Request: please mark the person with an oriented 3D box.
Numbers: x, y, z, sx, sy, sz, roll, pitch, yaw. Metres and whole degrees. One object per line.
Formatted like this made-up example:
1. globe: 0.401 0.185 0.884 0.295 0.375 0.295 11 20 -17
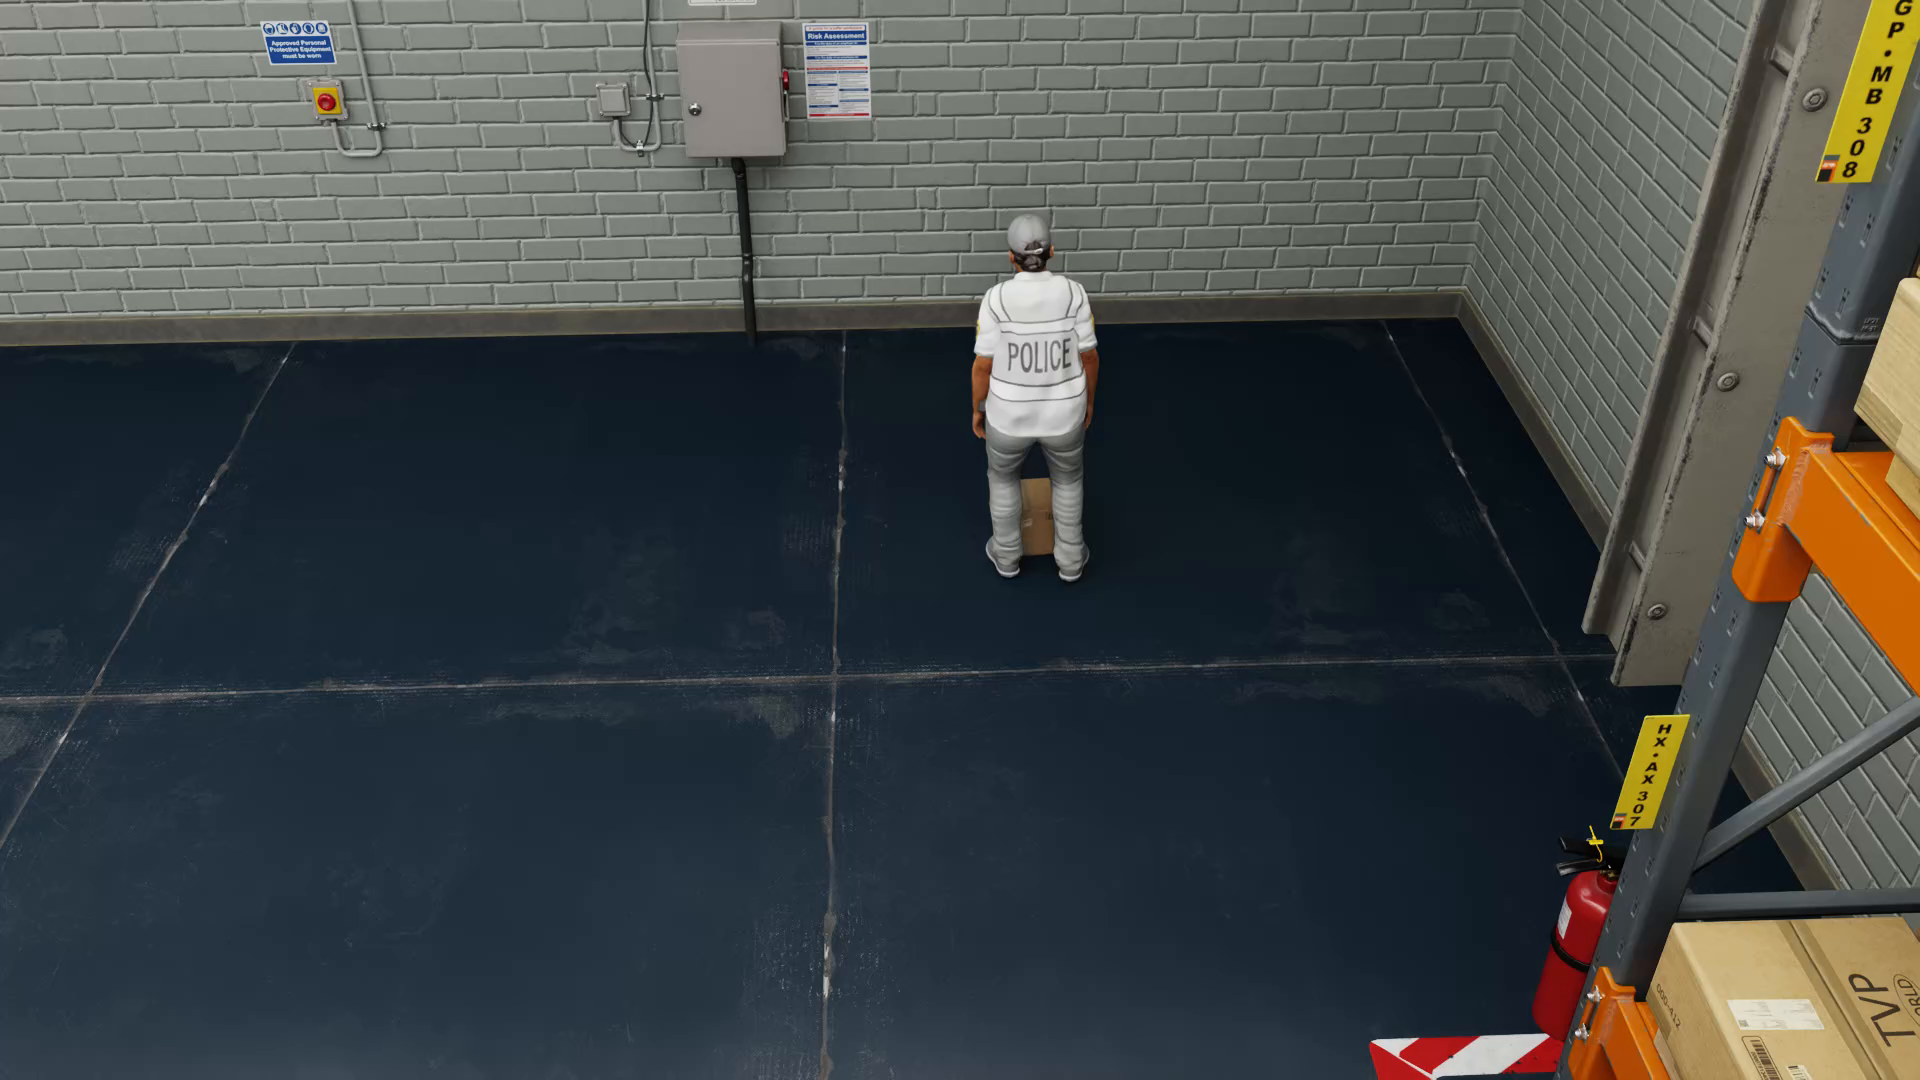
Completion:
1. person: 0.314 -0.552 6.917 0.550 1.664 0.469 -3 36 -4
